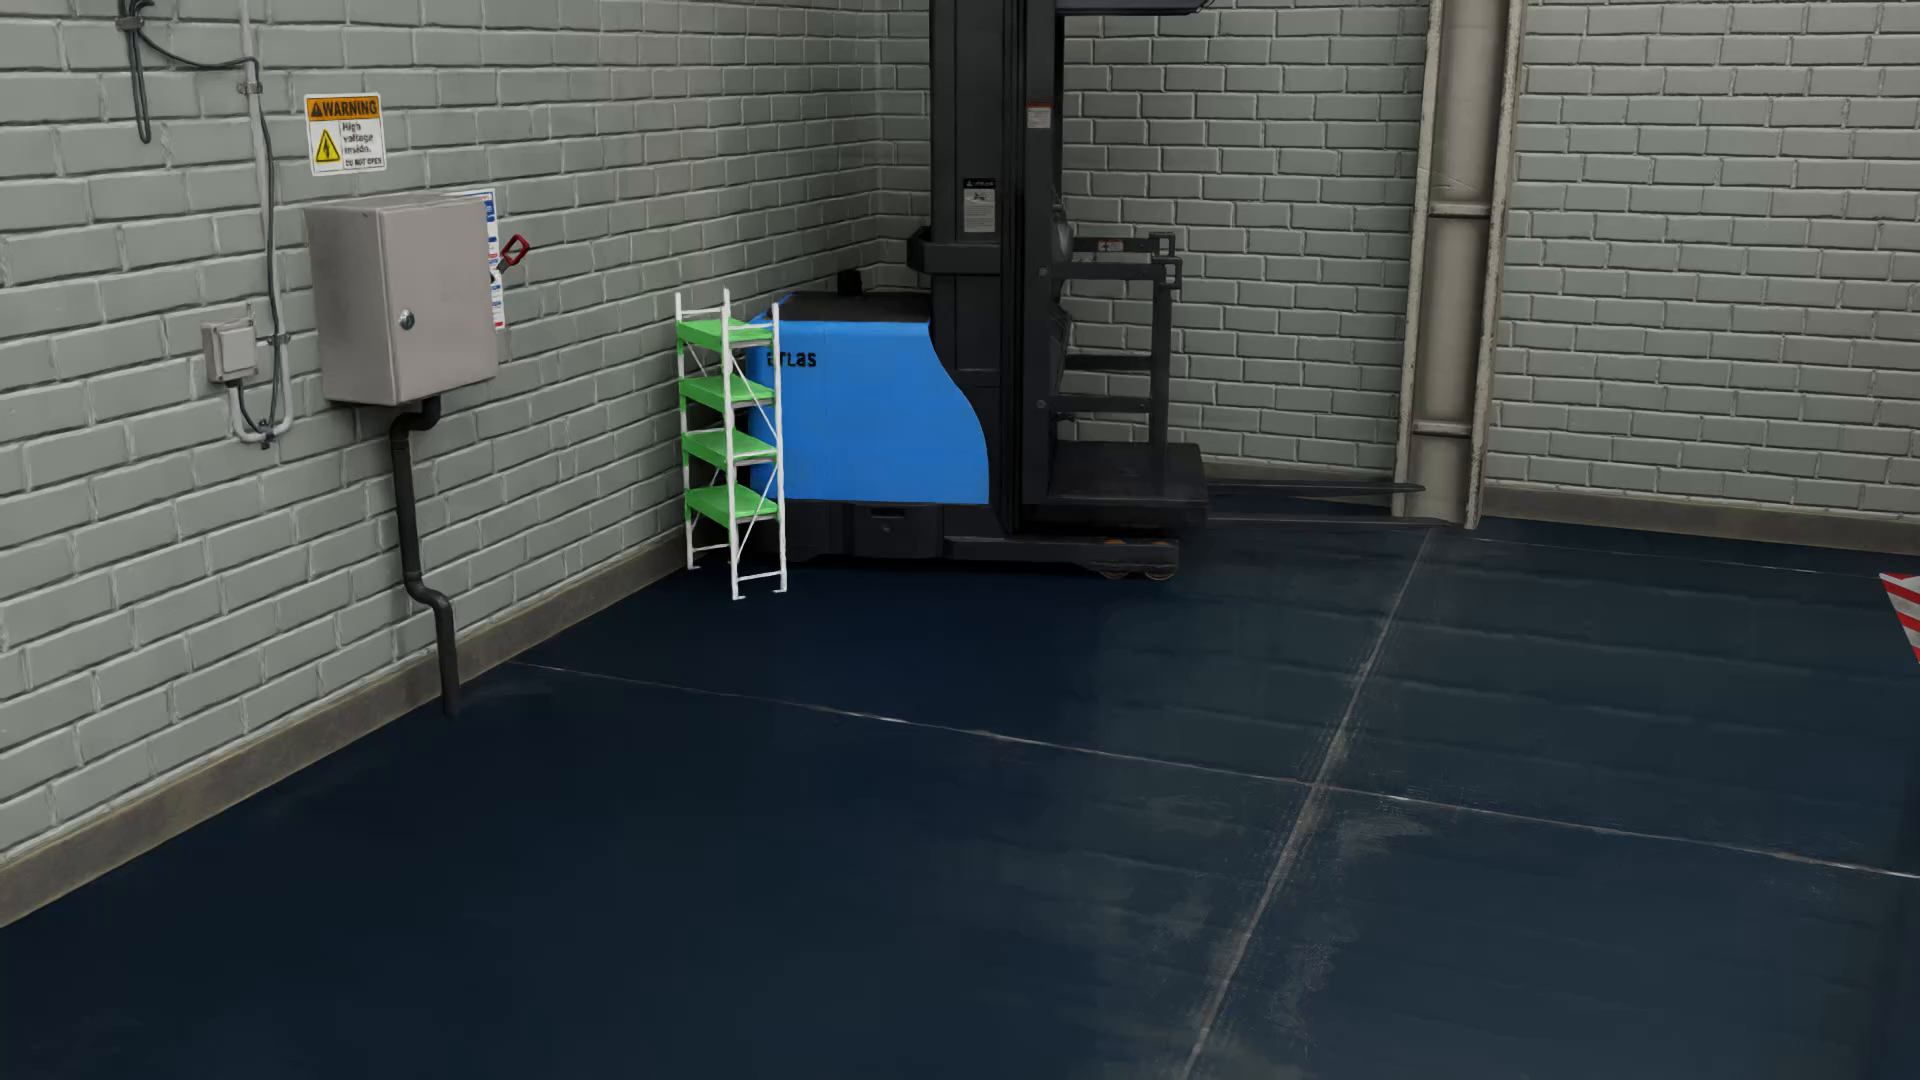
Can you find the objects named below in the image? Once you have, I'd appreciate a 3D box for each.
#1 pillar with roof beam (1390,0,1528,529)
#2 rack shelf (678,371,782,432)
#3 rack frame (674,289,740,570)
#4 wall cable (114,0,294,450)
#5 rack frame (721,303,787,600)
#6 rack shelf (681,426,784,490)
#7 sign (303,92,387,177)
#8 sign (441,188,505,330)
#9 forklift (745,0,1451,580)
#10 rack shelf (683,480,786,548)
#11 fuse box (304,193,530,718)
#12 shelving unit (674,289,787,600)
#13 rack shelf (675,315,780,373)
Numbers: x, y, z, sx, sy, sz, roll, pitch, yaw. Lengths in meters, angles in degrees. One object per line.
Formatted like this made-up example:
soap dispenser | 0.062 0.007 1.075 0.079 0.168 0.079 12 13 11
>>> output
pillar with roof beam | 0.725 -3.314 2.950 0.400 9.000 9.100 6 17 21
rack shelf | -0.954 -0.576 6.873 0.258 0.148 0.480 -9 19 -29
rack frame | -1.079 -0.465 7.124 0.240 1.200 0.015 -9 19 -29
wall cable | -2.080 -1.180 4.536 0.122 1.984 0.588 6 17 21
rack frame | -0.829 -0.348 6.721 0.240 1.200 0.015 -9 19 -29
rack shelf | -0.954 -0.345 6.940 0.258 0.148 0.480 -9 19 -29
sign | -1.896 -1.257 5.141 0.001 0.242 0.339 6 17 21
sign | -1.695 -0.957 5.760 0.001 0.494 0.329 6 17 21
forklift | 0.620 -1.391 7.208 3.031 2.935 1.130 2 16 5
rack shelf | -0.954 -0.115 7.007 0.258 0.148 0.480 -9 19 -29
fuse box | -1.683 -0.234 5.412 0.414 1.711 0.539 6 17 21
shelving unit | -0.954 -0.407 6.922 0.258 1.200 0.503 -9 19 -29
rack shelf | -0.954 -0.806 6.806 0.258 0.148 0.480 -9 19 -29
